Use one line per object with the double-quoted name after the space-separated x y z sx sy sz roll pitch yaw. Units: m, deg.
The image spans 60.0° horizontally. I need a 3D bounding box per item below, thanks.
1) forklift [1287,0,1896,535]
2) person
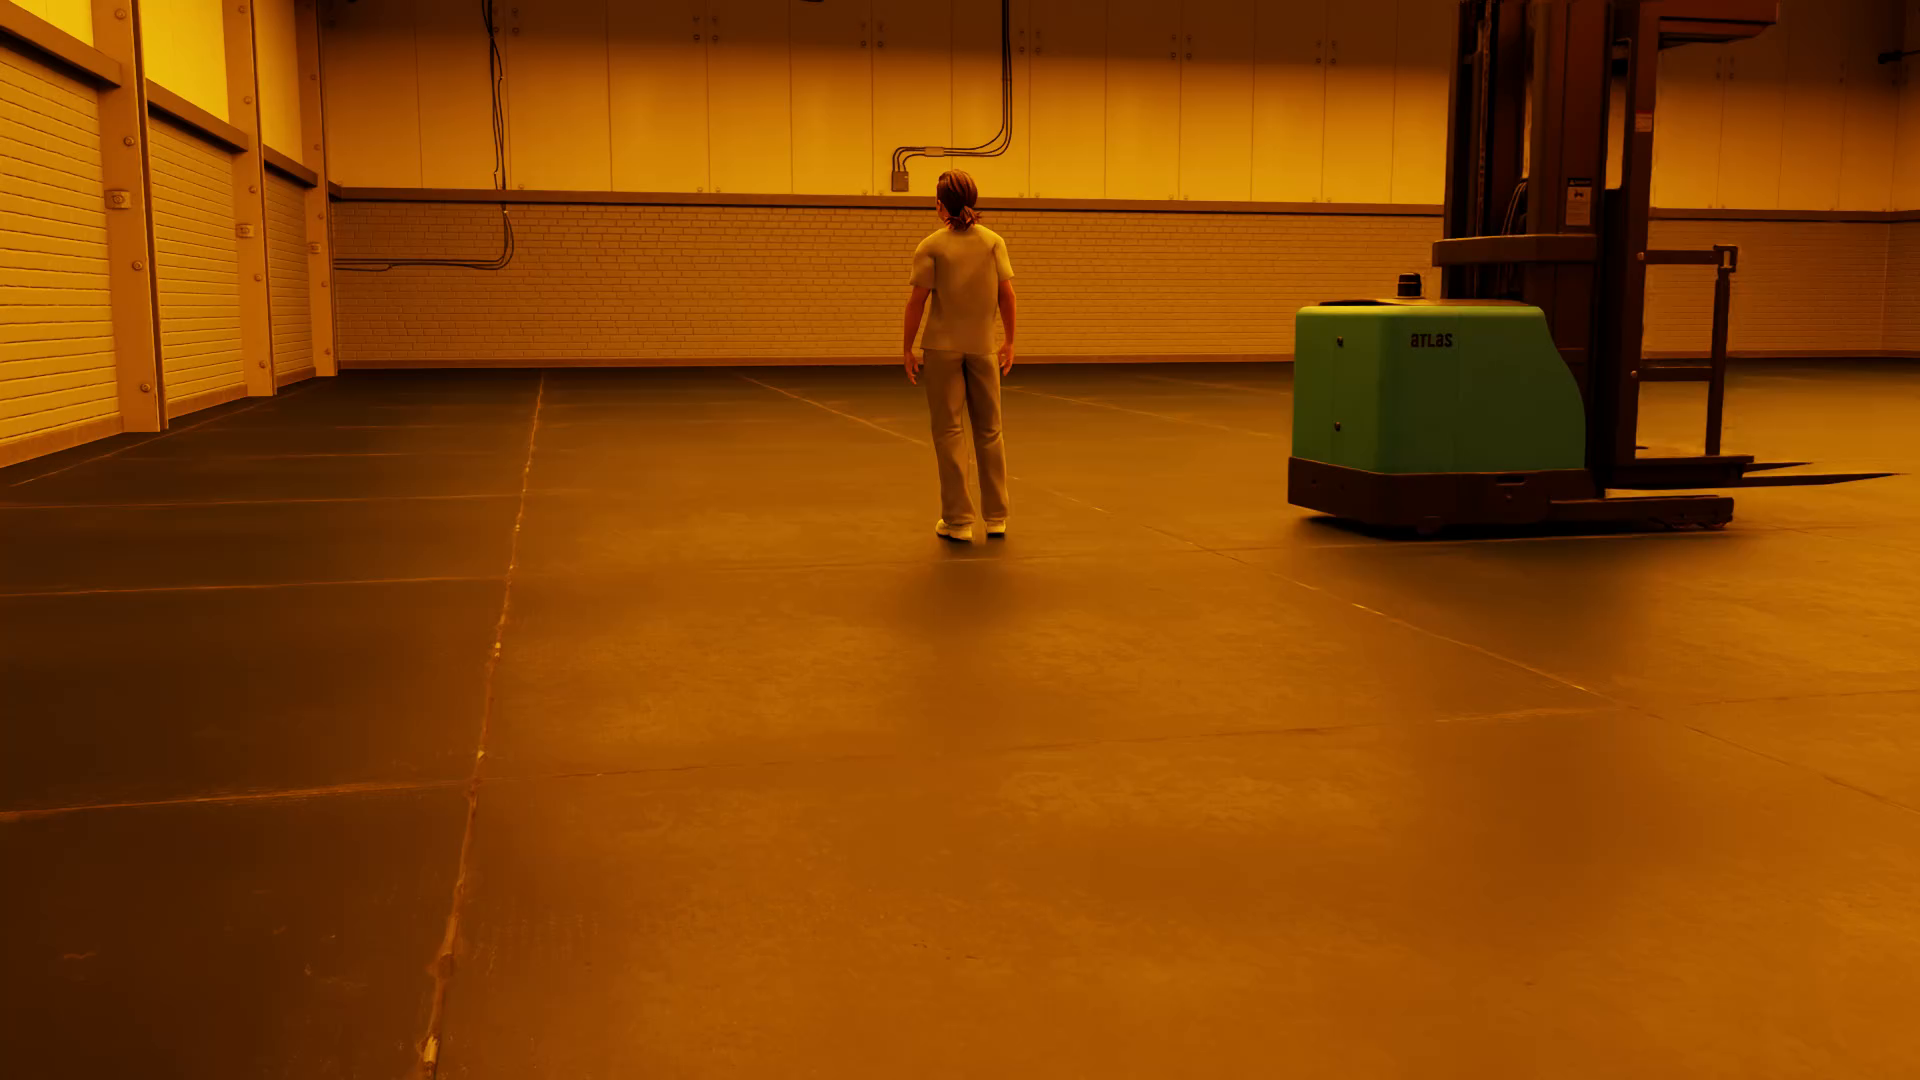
3.258 -1.563 8.298 3.031 2.935 1.130 -2 8 -15 "forklift"
-0.004 -0.848 7.664 0.549 1.673 0.548 -2 8 -13 "person"
